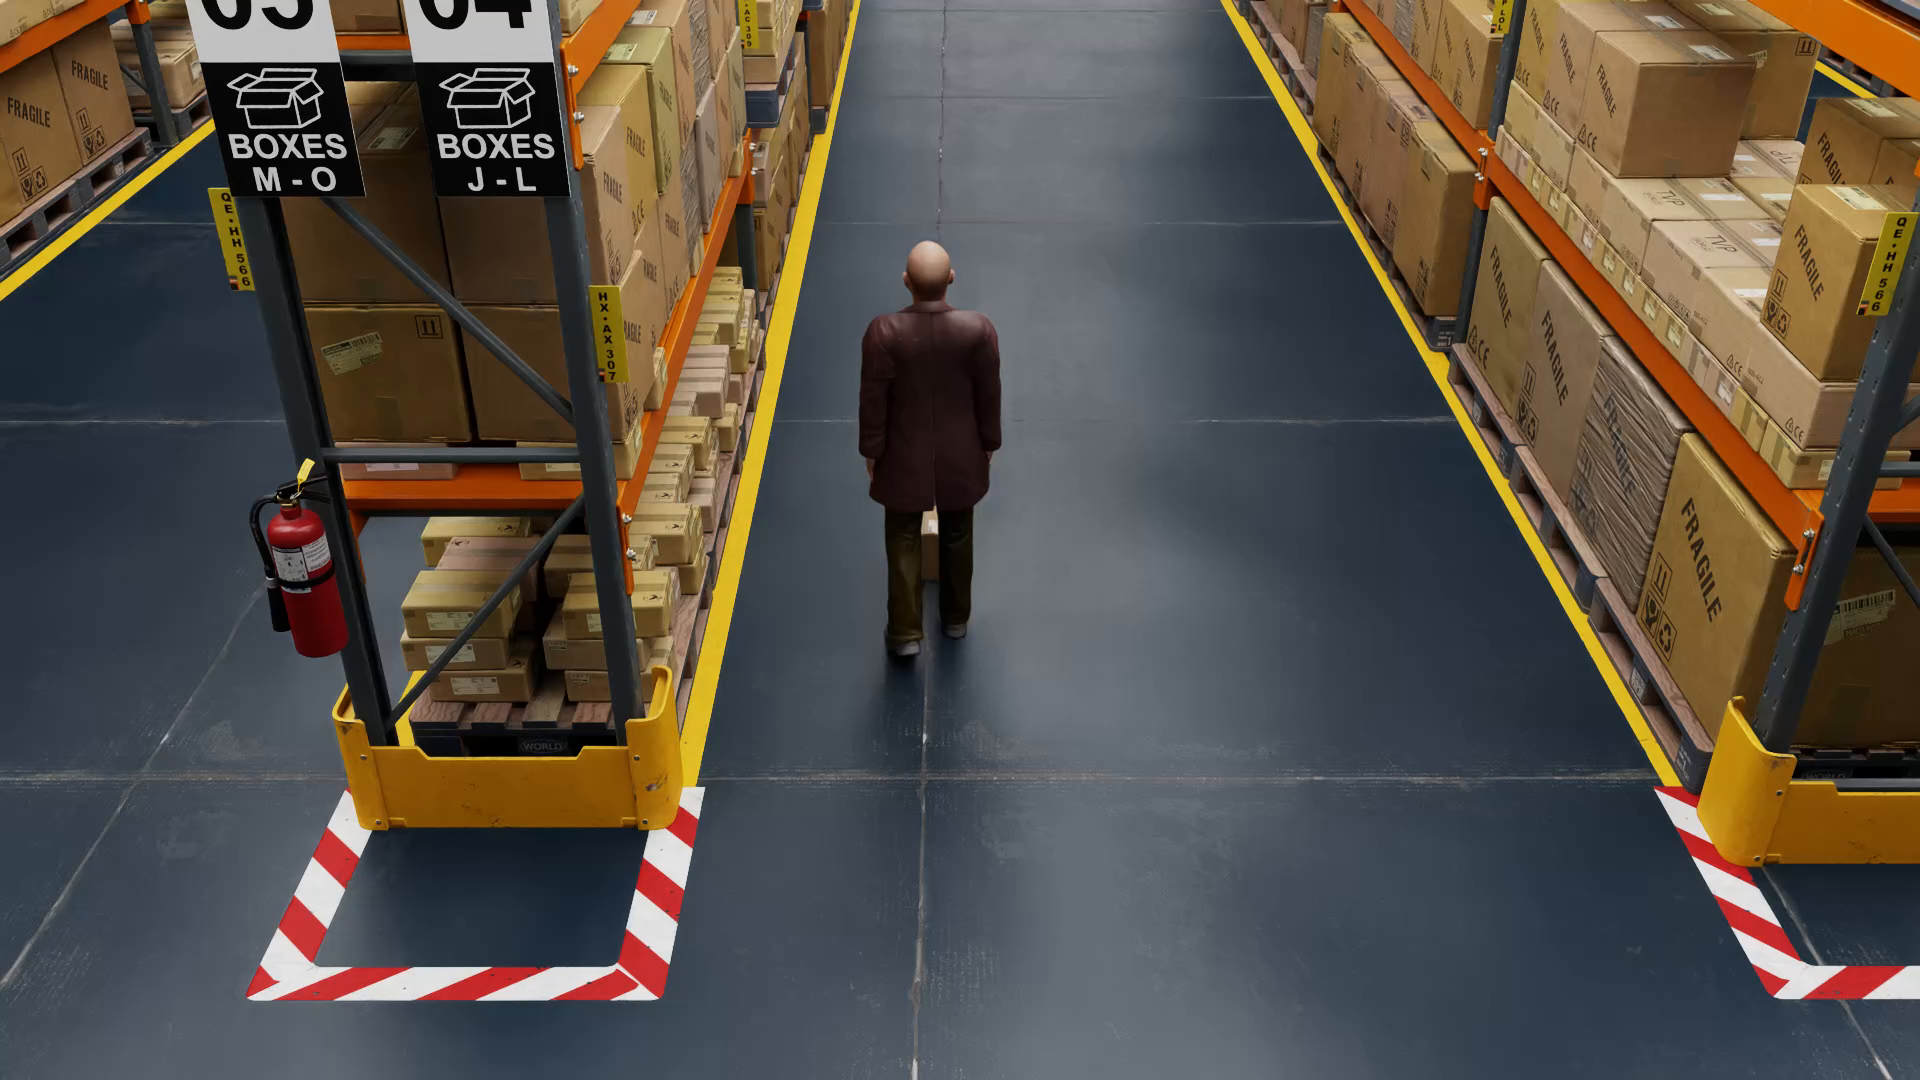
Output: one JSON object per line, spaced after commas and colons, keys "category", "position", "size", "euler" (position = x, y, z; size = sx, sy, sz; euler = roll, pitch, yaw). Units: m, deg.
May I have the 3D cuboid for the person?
{"category": "person", "position": [-0.121, -0.355, 6.769], "size": [0.583, 1.824, 0.580], "euler": [-2, 31, -4]}
